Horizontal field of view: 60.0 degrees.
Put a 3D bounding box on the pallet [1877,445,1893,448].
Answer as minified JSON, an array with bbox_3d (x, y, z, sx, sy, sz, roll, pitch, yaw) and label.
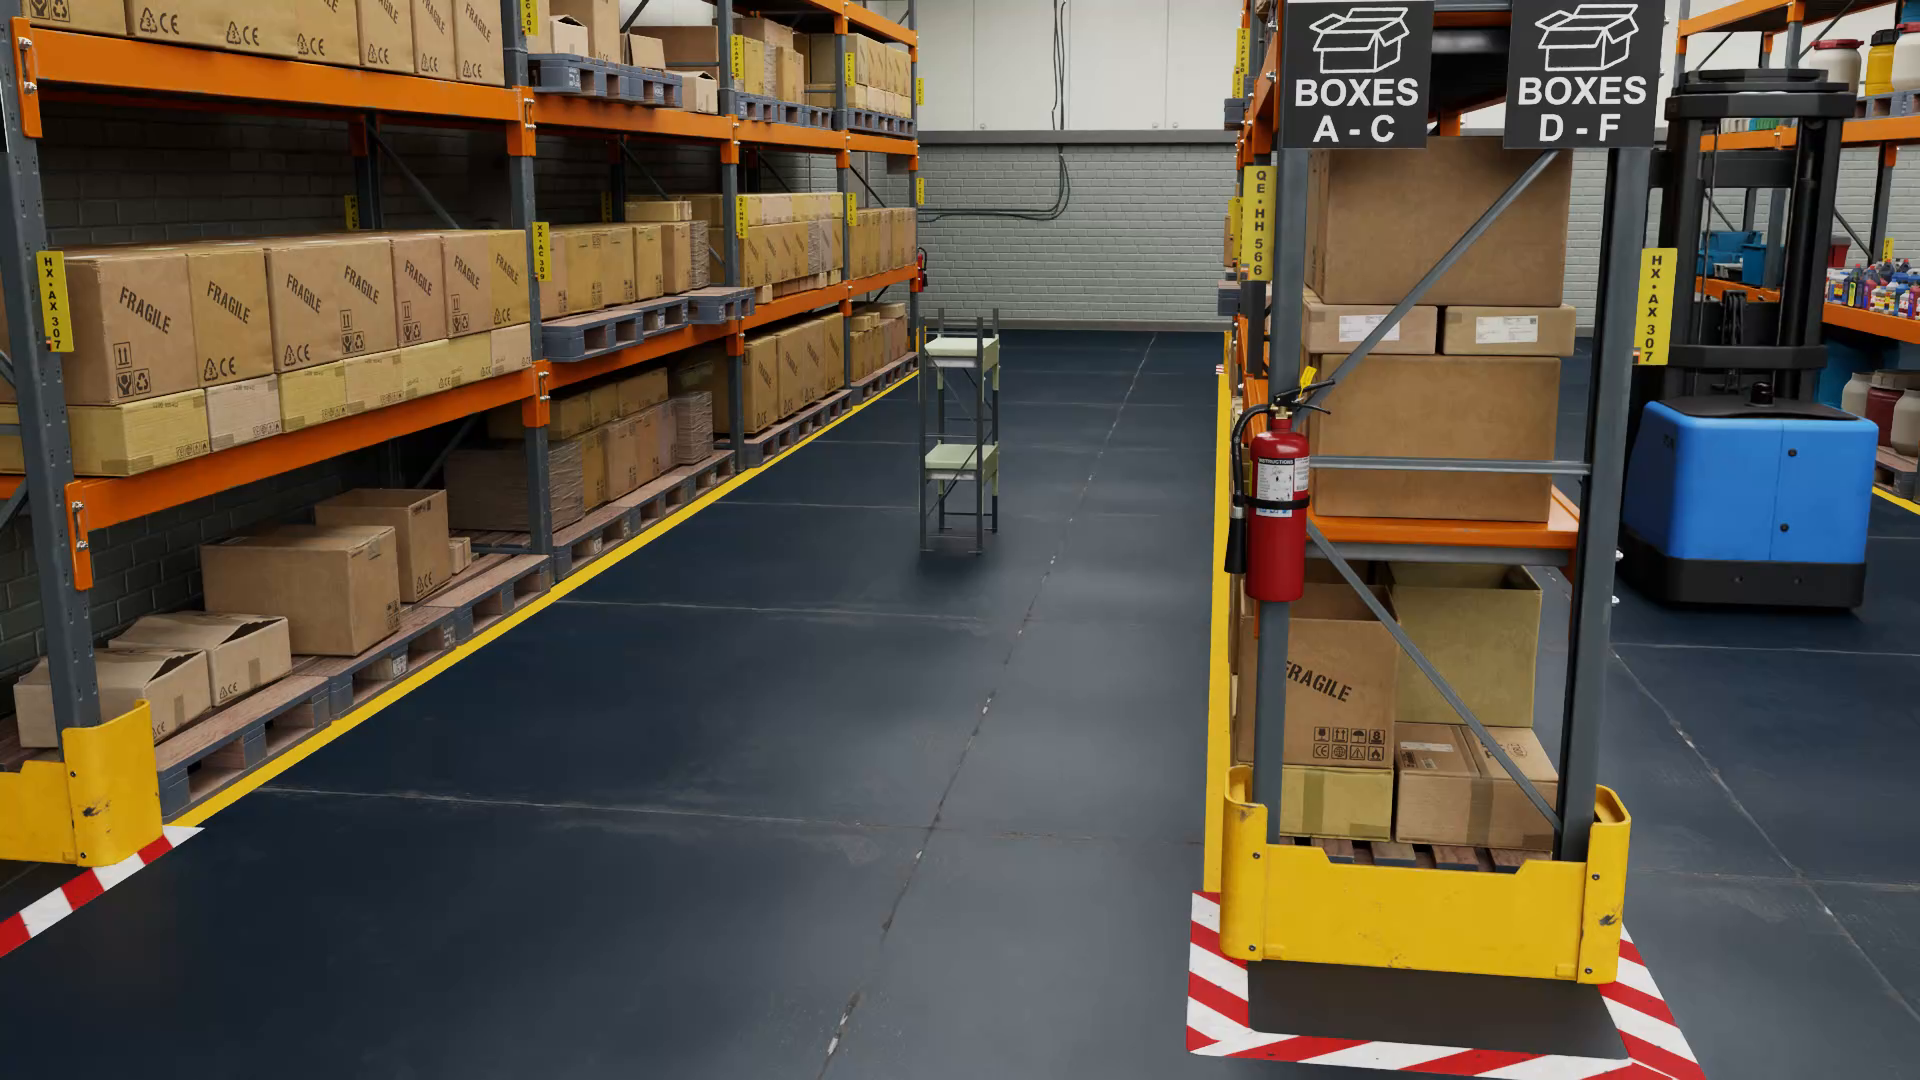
[{"bbox_3d":[7.795,-0.772,14.076,1.003,0.211,1.213,2,12,9],"label":"pallet"}]

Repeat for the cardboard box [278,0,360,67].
[{"bbox_3d":[-2.941,-2.290,7.095,0.500,0.500,0.500,3,12,12],"label":"cardboard box"}]

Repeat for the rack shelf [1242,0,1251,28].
[{"bbox_3d":[2.939,-4.680,14.006,1.077,0.370,4.000,2,12,9],"label":"rack shelf"}]

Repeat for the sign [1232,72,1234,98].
[{"bbox_3d":[3.325,-5.455,19.989,0.100,0.325,0.005,2,12,9],"label":"sign"}]

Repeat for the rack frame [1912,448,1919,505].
[{"bbox_3d":[7.525,-1.717,11.840,1.000,3.000,0.127,2,12,9],"label":"rack frame"}]

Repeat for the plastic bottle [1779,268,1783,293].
[{"bbox_3d":[7.662,-2.430,15.426,0.061,0.283,0.133,2,12,9],"label":"plastic bottle"}]

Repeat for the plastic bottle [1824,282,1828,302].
[{"bbox_3d":[7.505,-2.152,14.332,0.097,0.201,0.097,0,12,0],"label":"plastic bottle"}]

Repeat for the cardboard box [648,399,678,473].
[{"bbox_3d":[-2.517,-0.776,12.363,0.700,0.500,0.500,2,12,9],"label":"cardboard box"}]

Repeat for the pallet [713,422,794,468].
[{"bbox_3d":[-2.068,-0.836,14.373,1.003,0.211,1.213,2,12,9],"label":"pallet"}]

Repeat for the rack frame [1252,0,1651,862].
[{"bbox_3d":[1.401,-0.213,4.861,1.000,3.000,0.127,2,12,9],"label":"rack frame"}]

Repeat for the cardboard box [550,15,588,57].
[{"bbox_3d":[-2.621,-3.073,10.225,0.500,0.311,0.500,2,12,10],"label":"cardboard box"}]

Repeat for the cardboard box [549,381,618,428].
[{"bbox_3d":[-2.642,-0.919,11.246,0.500,0.250,0.500,2,12,7],"label":"cardboard box"}]

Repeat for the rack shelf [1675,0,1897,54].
[{"bbox_3d":[8.448,-5.351,17.121,1.077,0.370,4.000,2,12,9],"label":"rack shelf"}]

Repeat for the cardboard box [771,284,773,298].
[{"bbox_3d":[-1.865,-2.201,14.636,0.380,0.149,0.250,2,12,10],"label":"cardboard box"}]

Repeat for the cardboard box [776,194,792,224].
[{"bbox_3d":[-1.785,-2.911,14.609,0.500,0.250,0.500,2,12,9],"label":"cardboard box"}]

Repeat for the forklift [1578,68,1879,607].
[{"bbox_3d":[4.579,-1.327,10.192,1.130,2.935,3.031,2,12,8],"label":"forklift"}]

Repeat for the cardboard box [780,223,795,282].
[{"bbox_3d":[-1.769,-2.547,14.699,0.500,0.500,0.500,2,12,8],"label":"cardboard box"}]

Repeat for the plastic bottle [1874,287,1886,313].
[{"bbox_3d":[7.327,-1.911,13.211,0.097,0.201,0.097,0,12,0],"label":"plastic bottle"}]

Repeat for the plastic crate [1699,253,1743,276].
[{"bbox_3d":[8.143,-2.952,17.828,0.416,0.233,0.300,2,12,9],"label":"plastic crate"}]

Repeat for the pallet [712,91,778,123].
[{"bbox_3d":[-2.218,-3.548,13.663,1.213,0.211,1.003,2,12,11],"label":"pallet"}]

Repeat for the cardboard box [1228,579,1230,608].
[{"bbox_3d":[1.563,0.284,8.085,0.500,0.250,0.500,2,12,9],"label":"cardboard box"}]

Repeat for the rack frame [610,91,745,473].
[{"bbox_3d":[-2.264,-2.038,13.329,1.000,3.000,0.127,2,12,9],"label":"rack frame"}]

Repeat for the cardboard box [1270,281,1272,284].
[{"bbox_3d":[2.532,-1.760,12.253,0.500,0.311,0.500,3,12,12],"label":"cardboard box"}]

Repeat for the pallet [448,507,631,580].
[{"bbox_3d":[-2.761,-0.004,10.511,1.003,0.211,1.213,2,12,9],"label":"pallet"}]

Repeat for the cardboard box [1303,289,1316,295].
[{"bbox_3d":[1.349,-0.772,5.679,0.380,0.149,0.250,2,12,8],"label":"cardboard box"}]

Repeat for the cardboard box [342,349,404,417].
[{"bbox_3d":[-2.876,-0.720,7.522,0.500,0.250,0.500,2,12,9],"label":"cardboard box"}]

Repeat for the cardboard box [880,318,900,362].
[{"bbox_3d":[-1.119,-2.433,20.101,0.700,0.500,0.500,2,12,8],"label":"cardboard box"}]

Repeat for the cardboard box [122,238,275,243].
[{"bbox_3d":[-3.392,-1.098,7.495,0.500,0.500,0.500,2,12,9],"label":"cardboard box"}]

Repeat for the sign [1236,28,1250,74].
[{"bbox_3d":[2.095,-3.615,12.301,0.100,0.325,0.005,2,12,9],"label":"sign"}]

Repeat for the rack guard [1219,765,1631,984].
[{"bbox_3d":[1.397,1.014,5.101,1.175,0.500,0.348,2,12,9],"label":"rack guard"}]

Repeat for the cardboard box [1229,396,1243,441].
[{"bbox_3d":[2.260,-0.914,12.313,0.500,0.311,0.500,2,12,11],"label":"cardboard box"}]

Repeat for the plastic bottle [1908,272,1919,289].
[{"bbox_3d":[8.083,-2.137,14.094,0.097,0.271,0.097,0,12,0],"label":"plastic bottle"}]

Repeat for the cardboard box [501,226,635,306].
[{"bbox_3d":[-2.604,-1.828,11.074,0.700,0.500,0.500,4,13,16],"label":"cardboard box"}]

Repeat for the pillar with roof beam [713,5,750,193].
[{"bbox_3d":[1.858,-5.837,16.720,9.100,9.000,0.400,2,12,9],"label":"pillar with roof beam"}]

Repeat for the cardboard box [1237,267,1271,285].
[{"bbox_3d":[2.617,-2.267,13.158,0.700,0.500,0.500,-2,12,-10],"label":"cardboard box"}]

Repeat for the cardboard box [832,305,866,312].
[{"bbox_3d":[-1.337,-2.730,19.936,0.380,0.149,0.250,2,12,9],"label":"cardboard box"}]

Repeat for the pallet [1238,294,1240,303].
[{"bbox_3d":[2.926,-2.189,14.487,1.003,0.211,1.213,2,12,9],"label":"pallet"}]

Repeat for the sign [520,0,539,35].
[{"bbox_3d":[-2.342,-2.908,9.021,0.100,0.325,0.005,2,12,9],"label":"sign"}]

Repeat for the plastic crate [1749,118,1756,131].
[{"bbox_3d":[7.965,-4.134,16.332,0.416,0.233,0.300,2,12,9],"label":"plastic crate"}]

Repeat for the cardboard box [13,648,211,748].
[{"bbox_3d":[-3.299,0.586,6.493,0.500,0.311,0.500,0,12,2],"label":"cardboard box"}]

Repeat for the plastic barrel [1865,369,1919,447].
[{"bbox_3d":[7.757,-1.081,13.615,0.600,0.588,0.708,2,12,9],"label":"plastic barrel"}]

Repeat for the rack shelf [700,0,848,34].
[{"bbox_3d":[-1.957,-4.840,14.747,1.077,0.370,4.000,2,12,9],"label":"rack shelf"}]

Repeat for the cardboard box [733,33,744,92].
[{"bbox_3d":[-2.217,-3.983,13.953,0.700,0.500,0.500,1,12,6],"label":"cardboard box"}]

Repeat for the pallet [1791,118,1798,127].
[{"bbox_3d":[8.116,-3.757,14.635,1.213,0.211,1.003,2,12,9],"label":"pallet"}]

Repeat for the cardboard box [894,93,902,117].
[{"bbox_3d":[-0.963,-5.081,19.451,0.500,0.250,0.500,1,12,7],"label":"cardboard box"}]

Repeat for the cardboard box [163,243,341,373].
[{"bbox_3d":[-2.953,-0.975,6.926,0.500,0.500,0.500,1,12,7],"label":"cardboard box"}]

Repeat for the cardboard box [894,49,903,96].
[{"bbox_3d":[-0.964,-5.452,19.393,0.500,0.500,0.500,2,12,10],"label":"cardboard box"}]

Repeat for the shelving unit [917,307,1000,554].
[{"bbox_3d":[-0.001,-0.732,10.829,0.431,1.500,0.755,2,12,9],"label":"shelving unit"}]

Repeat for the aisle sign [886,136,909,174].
[{"bbox_3d":[-0.726,-4.979,20.807,0.394,0.787,0.004,2,12,9],"label":"aisle sign"}]

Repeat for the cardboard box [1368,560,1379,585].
[{"bbox_3d":[1.842,0.246,6.480,0.500,0.500,0.500,2,12,9],"label":"cardboard box"}]

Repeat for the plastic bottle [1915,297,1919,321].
[{"bbox_3d":[7.201,-1.741,12.424,0.097,0.201,0.097,0,12,0],"label":"plastic bottle"}]

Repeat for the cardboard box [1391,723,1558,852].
[{"bbox_3d":[1.703,0.822,5.591,0.500,0.250,0.500,2,12,9],"label":"cardboard box"}]

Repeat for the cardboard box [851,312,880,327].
[{"bbox_3d":[-1.120,-2.497,18.858,0.380,0.149,0.250,2,12,7],"label":"cardboard box"}]
